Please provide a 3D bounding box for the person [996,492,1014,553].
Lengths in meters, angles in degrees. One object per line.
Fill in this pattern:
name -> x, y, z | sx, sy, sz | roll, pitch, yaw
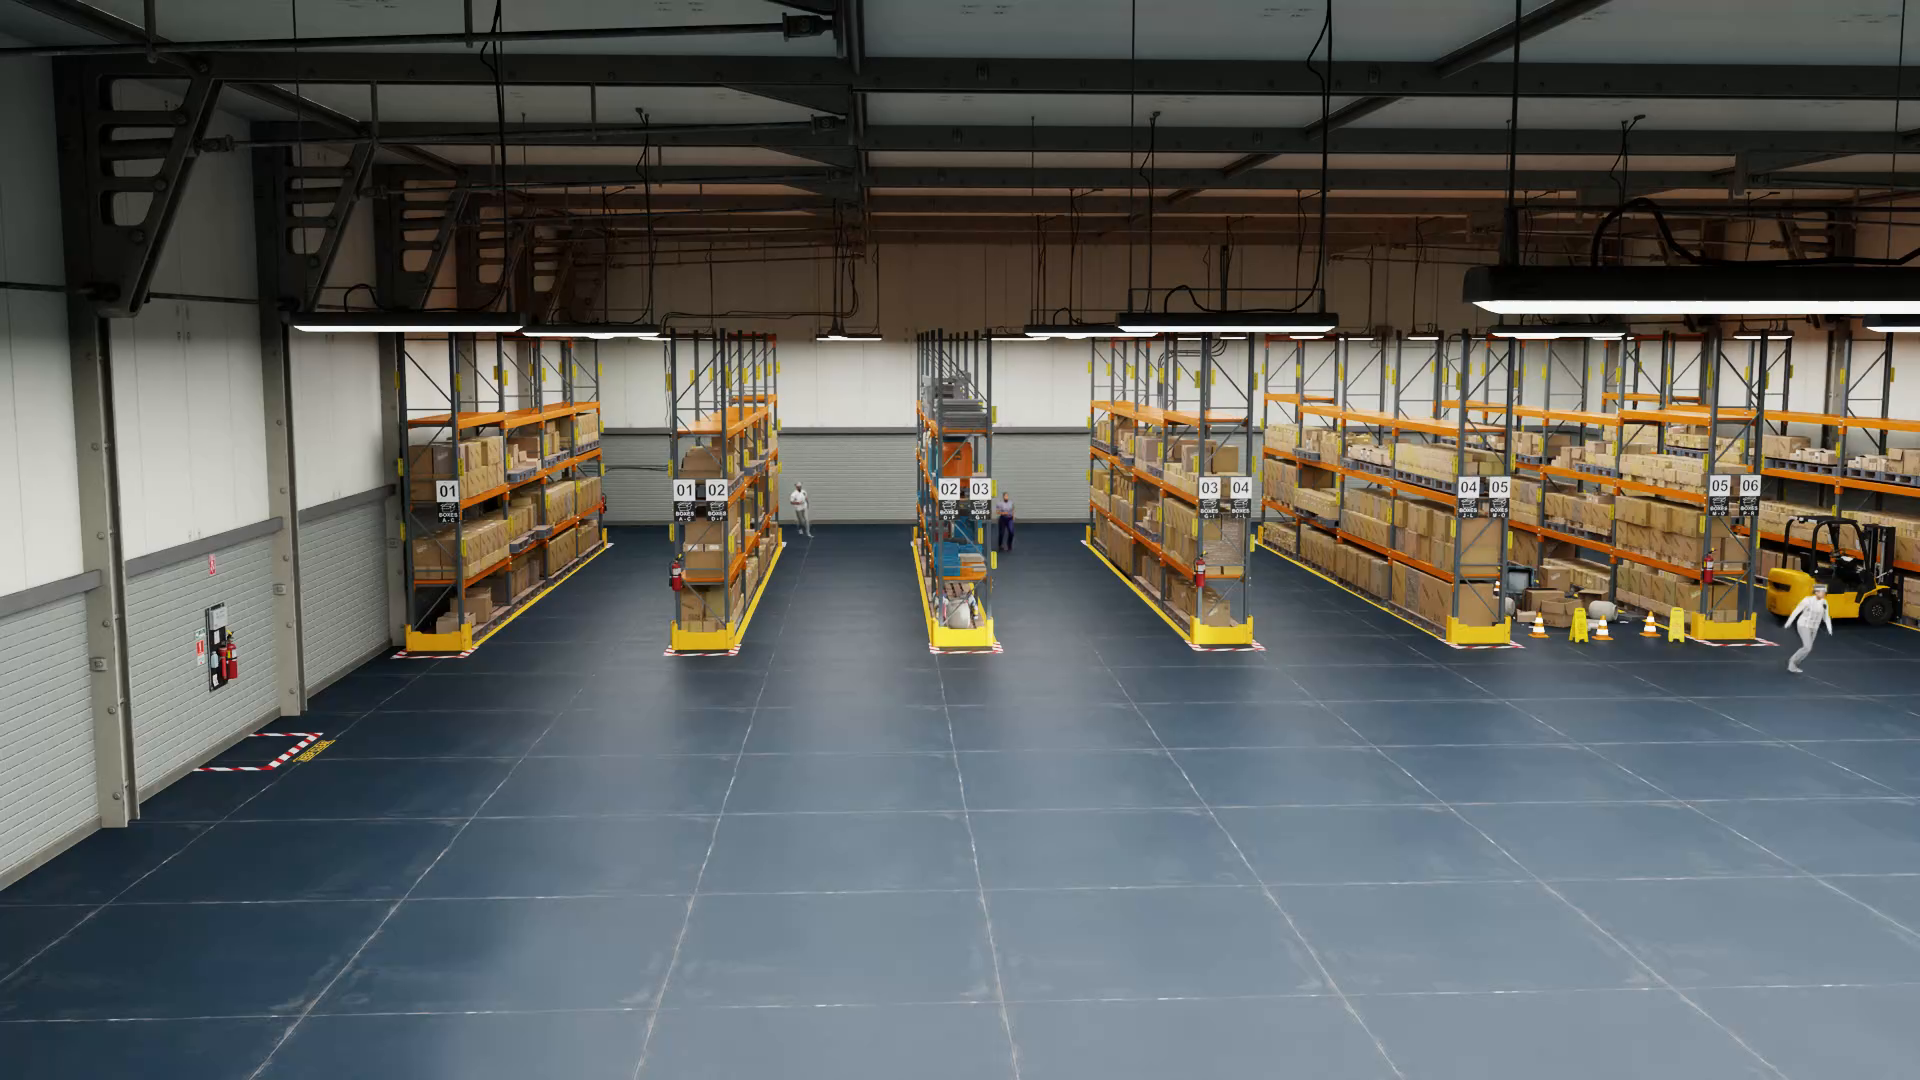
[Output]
person -> 1.261, -0.476, 45.783 | 0.580, 1.694, 0.804 | -2, 7, -15

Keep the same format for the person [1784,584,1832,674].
person -> 14.719, 1.537, 28.797 | 0.594, 1.599, 0.669 | -2, 7, -16

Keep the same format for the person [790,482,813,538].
person -> -4.762, -0.913, 49.425 | 0.621, 1.661, 0.853 | -4, 8, -29
